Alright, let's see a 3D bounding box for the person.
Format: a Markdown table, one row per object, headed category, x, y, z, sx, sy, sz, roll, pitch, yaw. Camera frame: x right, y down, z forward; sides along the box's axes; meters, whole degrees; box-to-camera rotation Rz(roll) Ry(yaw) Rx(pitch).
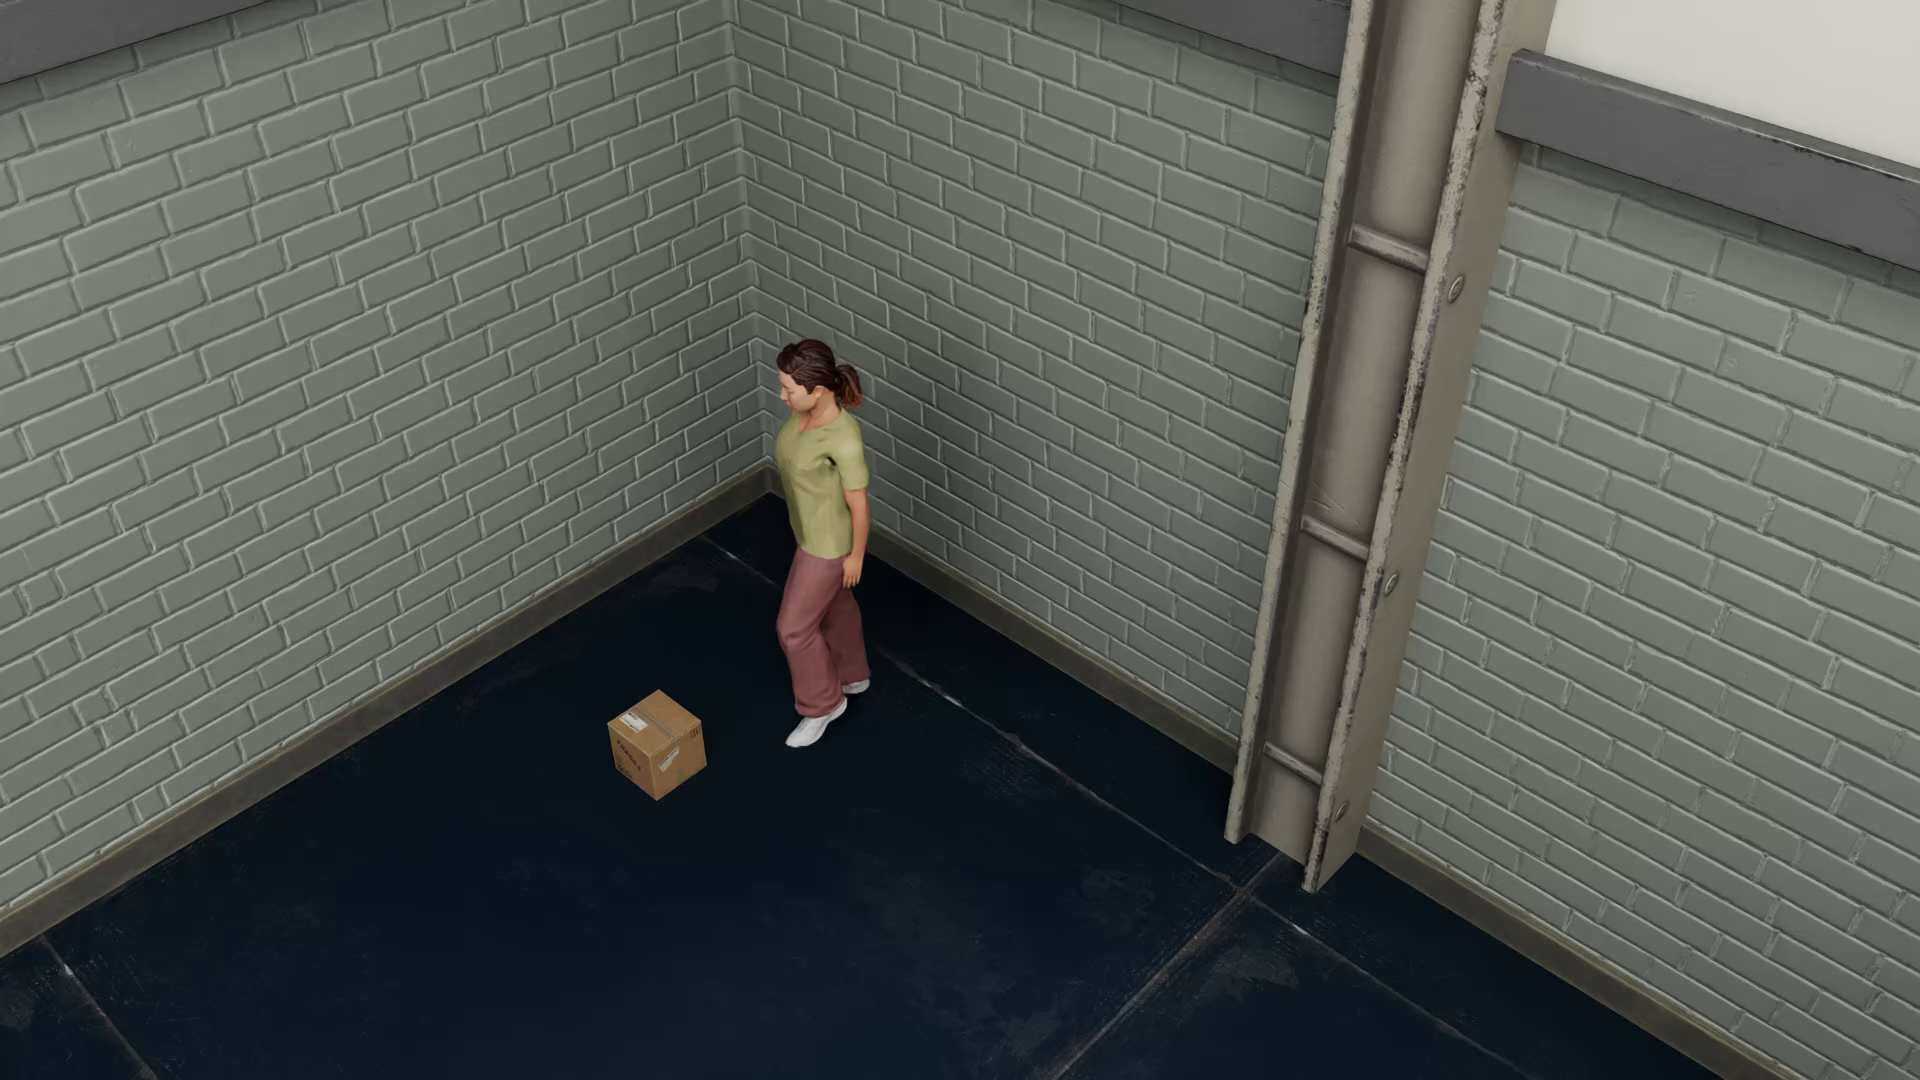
| category | x | y | z | sx | sy | sz | roll | pitch | yaw |
| --- | --- | --- | --- | --- | --- | --- | --- | --- | --- |
| person | -0.542 | 0.004 | 6.167 | 0.446 | 1.721 | 0.457 | -14 | 42 | -16 |
